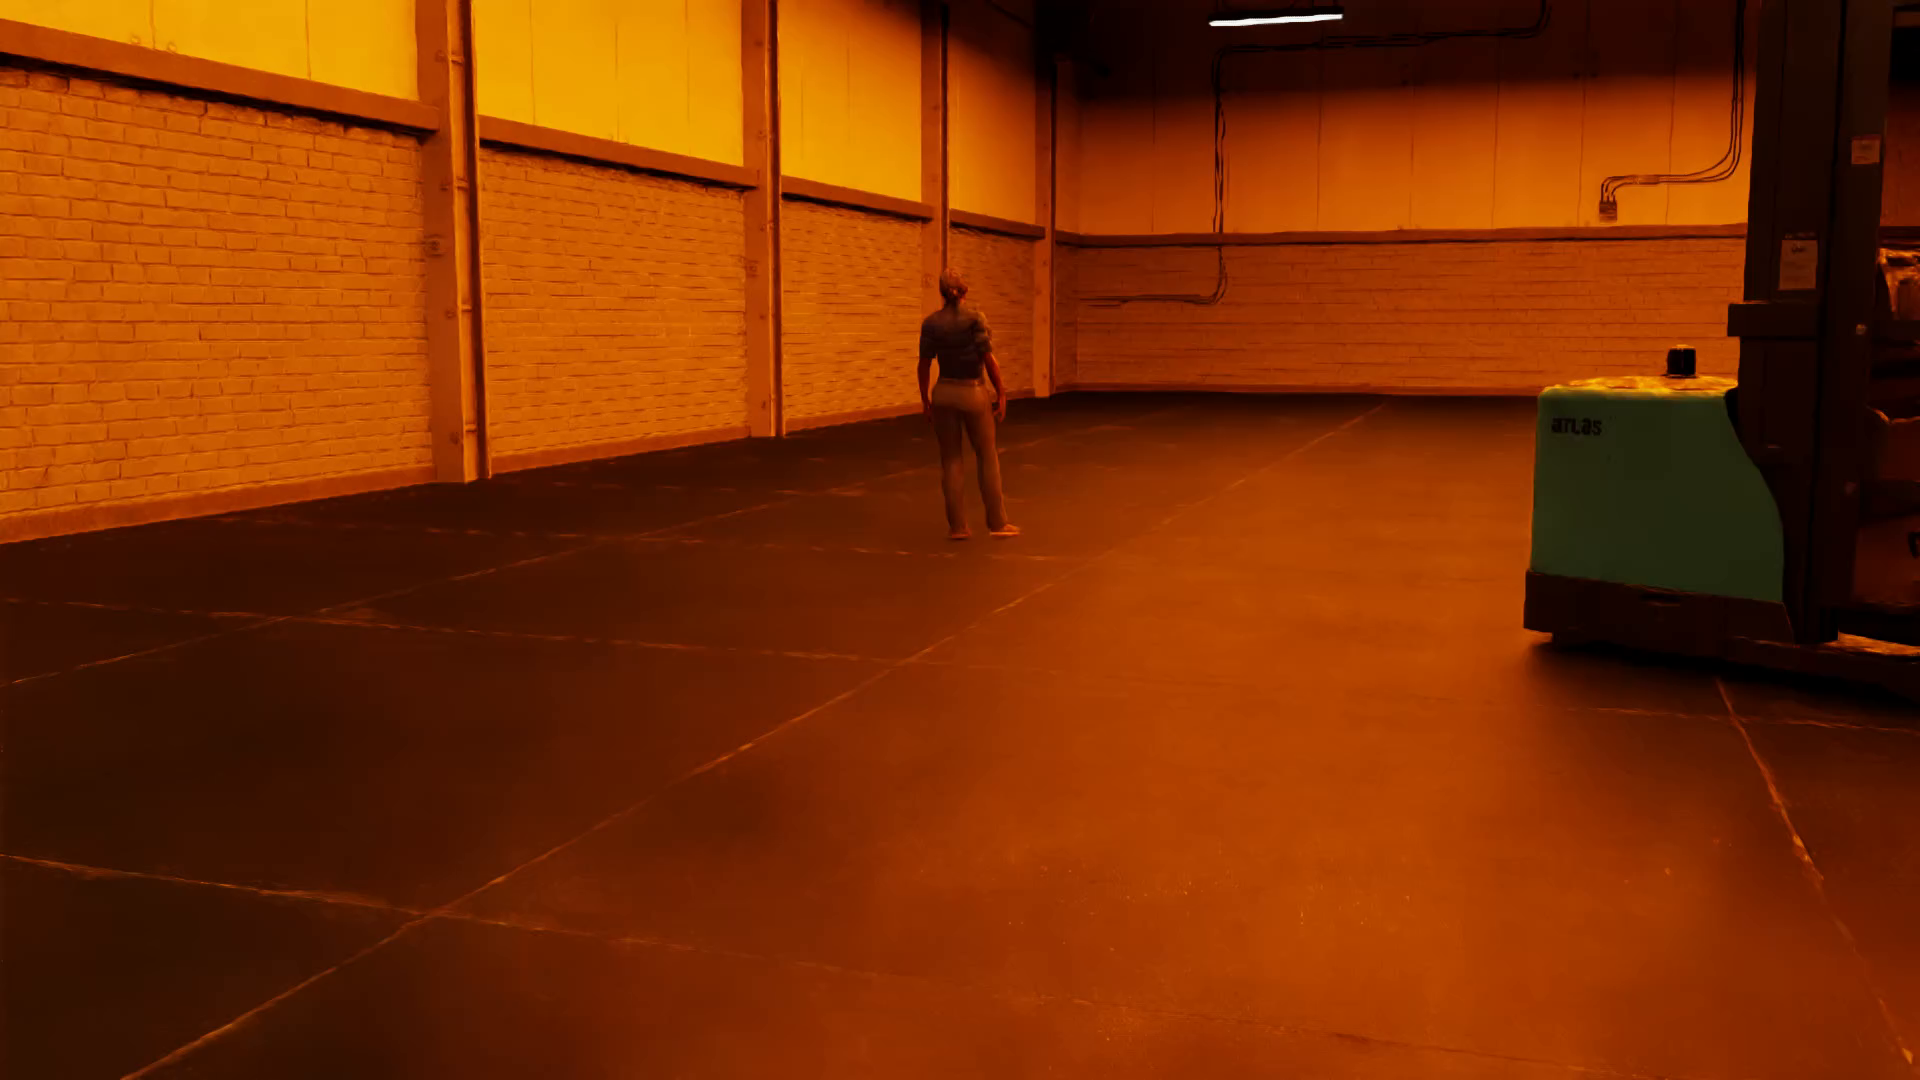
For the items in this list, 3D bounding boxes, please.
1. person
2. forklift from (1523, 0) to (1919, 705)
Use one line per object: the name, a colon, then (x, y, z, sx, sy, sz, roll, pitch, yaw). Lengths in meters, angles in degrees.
person: (0.047, -0.837, 10.243, 0.570, 1.654, 0.503, 3, 8, 19)
forklift: (3.694, -0.916, 5.945, 1.130, 2.935, 3.031, -6, 10, -41)
